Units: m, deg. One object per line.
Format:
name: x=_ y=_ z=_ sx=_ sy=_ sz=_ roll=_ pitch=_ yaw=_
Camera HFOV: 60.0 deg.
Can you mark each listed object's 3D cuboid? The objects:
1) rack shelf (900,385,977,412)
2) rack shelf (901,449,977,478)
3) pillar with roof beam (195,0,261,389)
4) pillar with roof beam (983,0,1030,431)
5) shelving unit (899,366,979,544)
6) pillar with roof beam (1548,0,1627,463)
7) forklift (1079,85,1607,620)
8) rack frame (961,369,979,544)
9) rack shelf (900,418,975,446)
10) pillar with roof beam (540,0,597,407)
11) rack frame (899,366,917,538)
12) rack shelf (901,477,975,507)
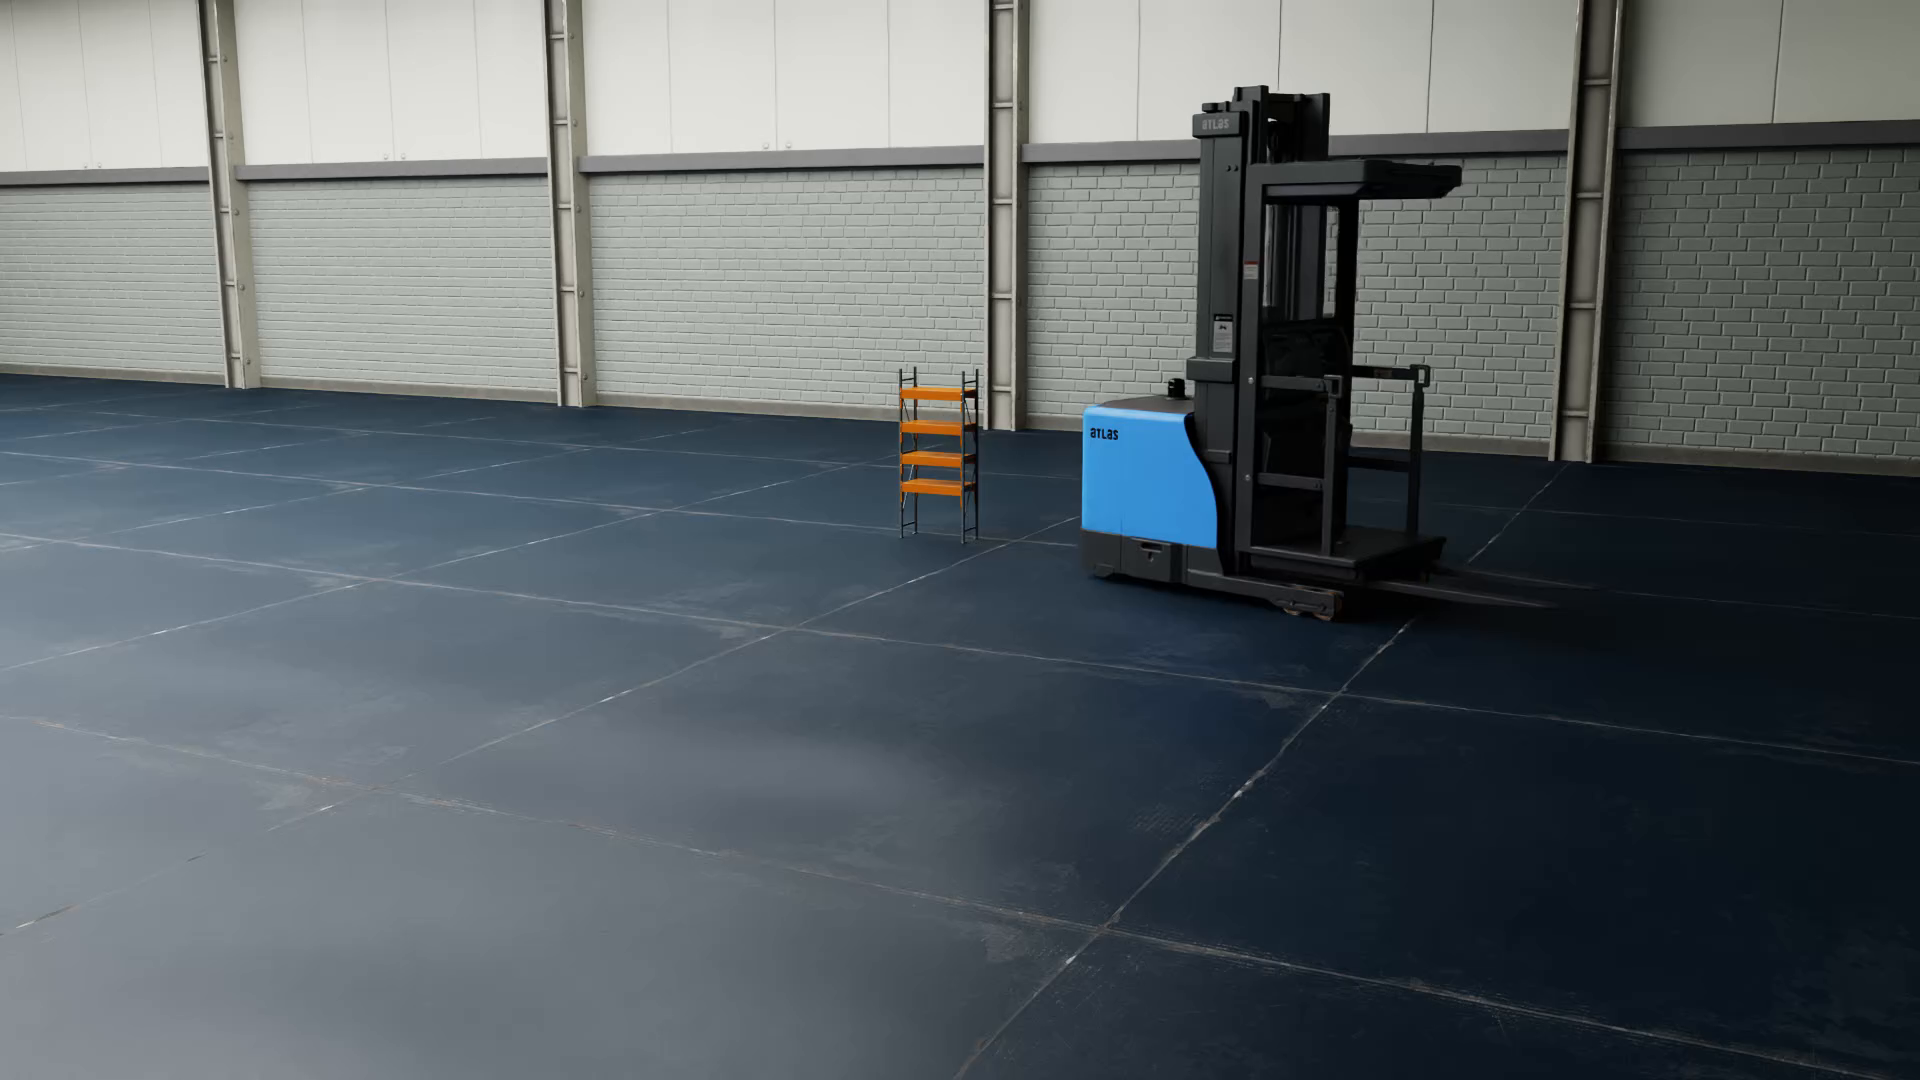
rack shelf: x=-0.148 y=-0.990 z=11.625 sx=0.480 sy=0.148 sz=0.258 roll=5 pitch=11 yaw=26
rack shelf: x=-0.148 y=-0.537 z=11.707 sx=0.480 sy=0.148 sz=0.258 roll=5 pitch=11 yaw=26
pillar with roof beam: x=-12.163 y=-5.929 z=19.224 sx=0.400 sy=9.000 sz=9.100 roll=5 pitch=11 yaw=26
pillar with roof beam: x=-1.401 y=-4.984 z=13.999 sx=0.400 sy=9.000 sz=9.100 roll=5 pitch=11 yaw=26
shelving unit: x=-0.148 y=-0.603 z=11.695 sx=0.503 sy=1.200 sz=0.258 roll=5 pitch=11 yaw=26
pillar with roof beam: x=3.979 y=-4.511 z=11.387 sx=0.400 sy=9.000 sz=9.100 roll=5 pitch=11 yaw=26
forklift: x=2.175 y=-1.099 z=9.573 sx=3.031 sy=2.935 sz=1.130 roll=9 pitch=14 yaw=41
rack frame: x=0.070 y=-0.584 z=11.589 sx=0.015 sy=1.200 sz=0.240 roll=5 pitch=11 yaw=26
rack shelf: x=-0.148 y=-0.757 z=11.668 sx=0.480 sy=0.148 sz=0.258 roll=5 pitch=11 yaw=26
pillar with roof beam: x=-6.782 y=-5.457 z=16.612 sx=0.400 sy=9.000 sz=9.100 roll=5 pitch=11 yaw=26
rack frame: x=-0.367 y=-0.623 z=11.802 sx=0.015 sy=1.200 sz=0.240 roll=5 pitch=11 yaw=26
rack shelf: x=-0.148 y=-0.342 z=11.743 sx=0.480 sy=0.148 sz=0.258 roll=5 pitch=11 yaw=26
